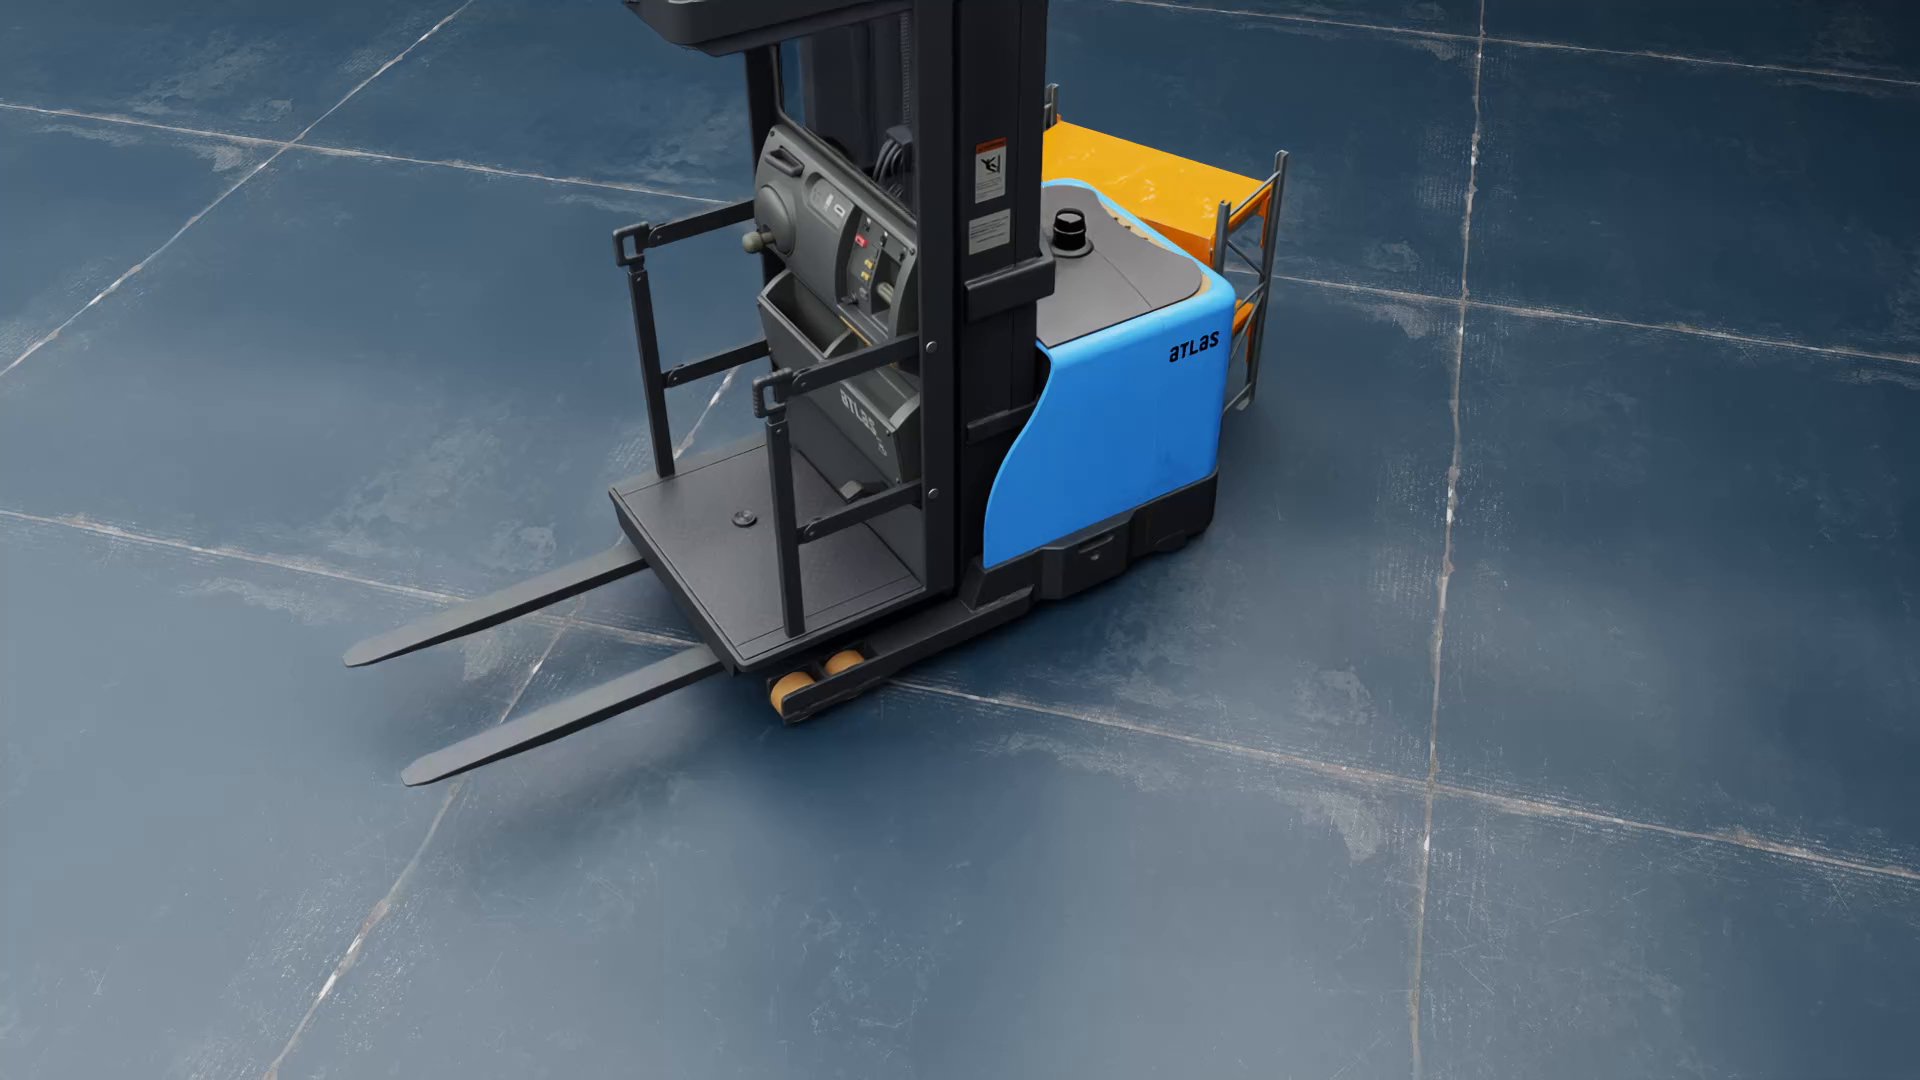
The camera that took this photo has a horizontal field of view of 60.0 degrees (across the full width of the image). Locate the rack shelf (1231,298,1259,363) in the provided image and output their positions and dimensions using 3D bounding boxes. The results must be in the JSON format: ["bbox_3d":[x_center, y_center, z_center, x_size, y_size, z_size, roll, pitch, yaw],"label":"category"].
[{"bbox_3d":[0.659,-0.897,6.823,1.000,0.278,0.538,24,46,26],"label":"rack shelf"}]

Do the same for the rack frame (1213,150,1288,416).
[{"bbox_3d":[1.077,-0.897,6.443,0.032,1.125,0.500,24,46,26],"label":"rack frame"}]

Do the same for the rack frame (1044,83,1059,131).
[{"bbox_3d":[0.242,-1.270,6.888,0.032,1.125,0.500,24,46,26],"label":"rack frame"}]

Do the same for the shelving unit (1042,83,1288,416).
[{"bbox_3d":[0.659,-1.084,6.666,1.048,1.125,0.538,24,46,26],"label":"shelving unit"}]

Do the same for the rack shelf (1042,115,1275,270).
[{"bbox_3d":[0.659,-1.308,6.478,1.000,0.278,0.538,24,46,26],"label":"rack shelf"}]

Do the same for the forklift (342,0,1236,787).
[{"bbox_3d":[-0.569,-0.908,5.053,3.031,2.935,1.130,-22,45,-24],"label":"forklift"}]
